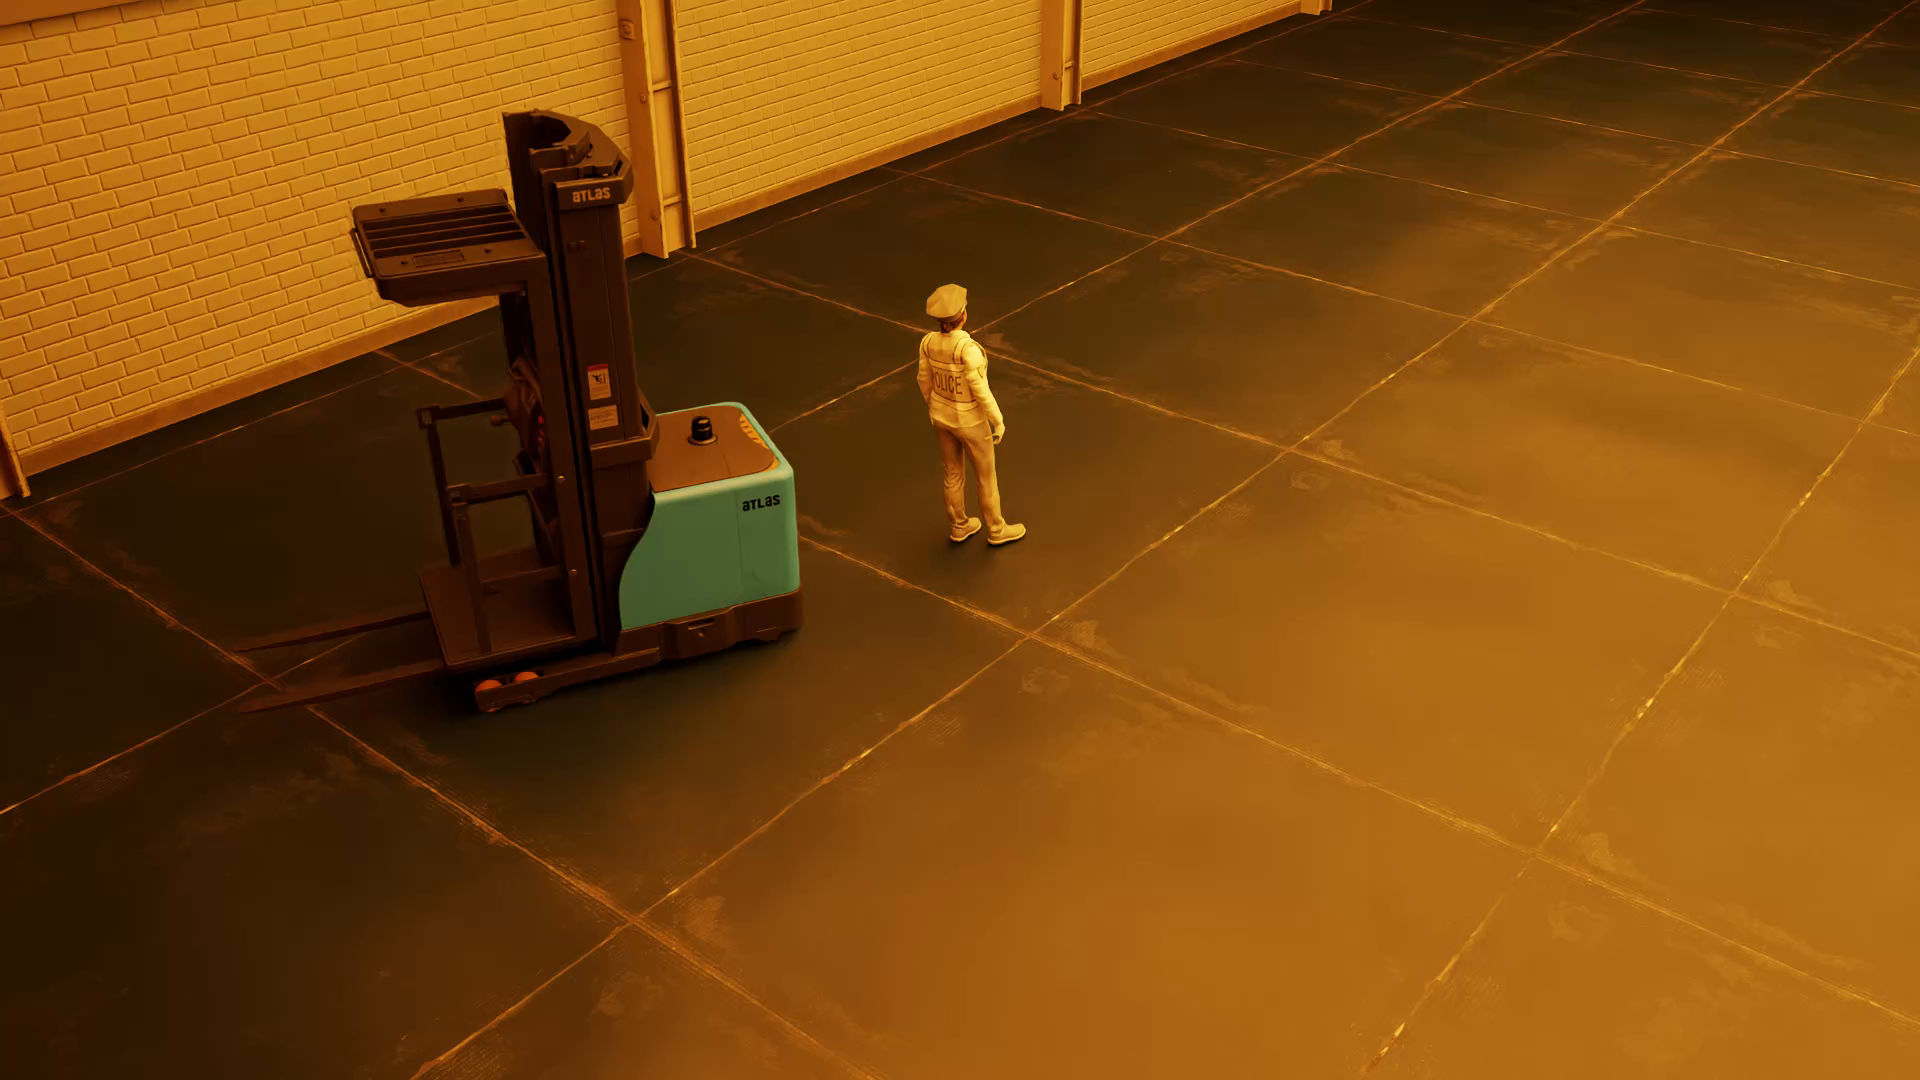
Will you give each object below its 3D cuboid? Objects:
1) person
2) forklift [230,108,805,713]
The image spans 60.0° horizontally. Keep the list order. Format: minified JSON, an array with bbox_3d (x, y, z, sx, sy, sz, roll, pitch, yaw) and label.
[{"bbox_3d":[0.047,-0.762,10.110,0.587,1.696,0.534,22,37,33],"label":"person"},{"bbox_3d":[-2.459,-0.648,8.704,3.031,2.935,1.130,-13,33,-20],"label":"forklift"}]
